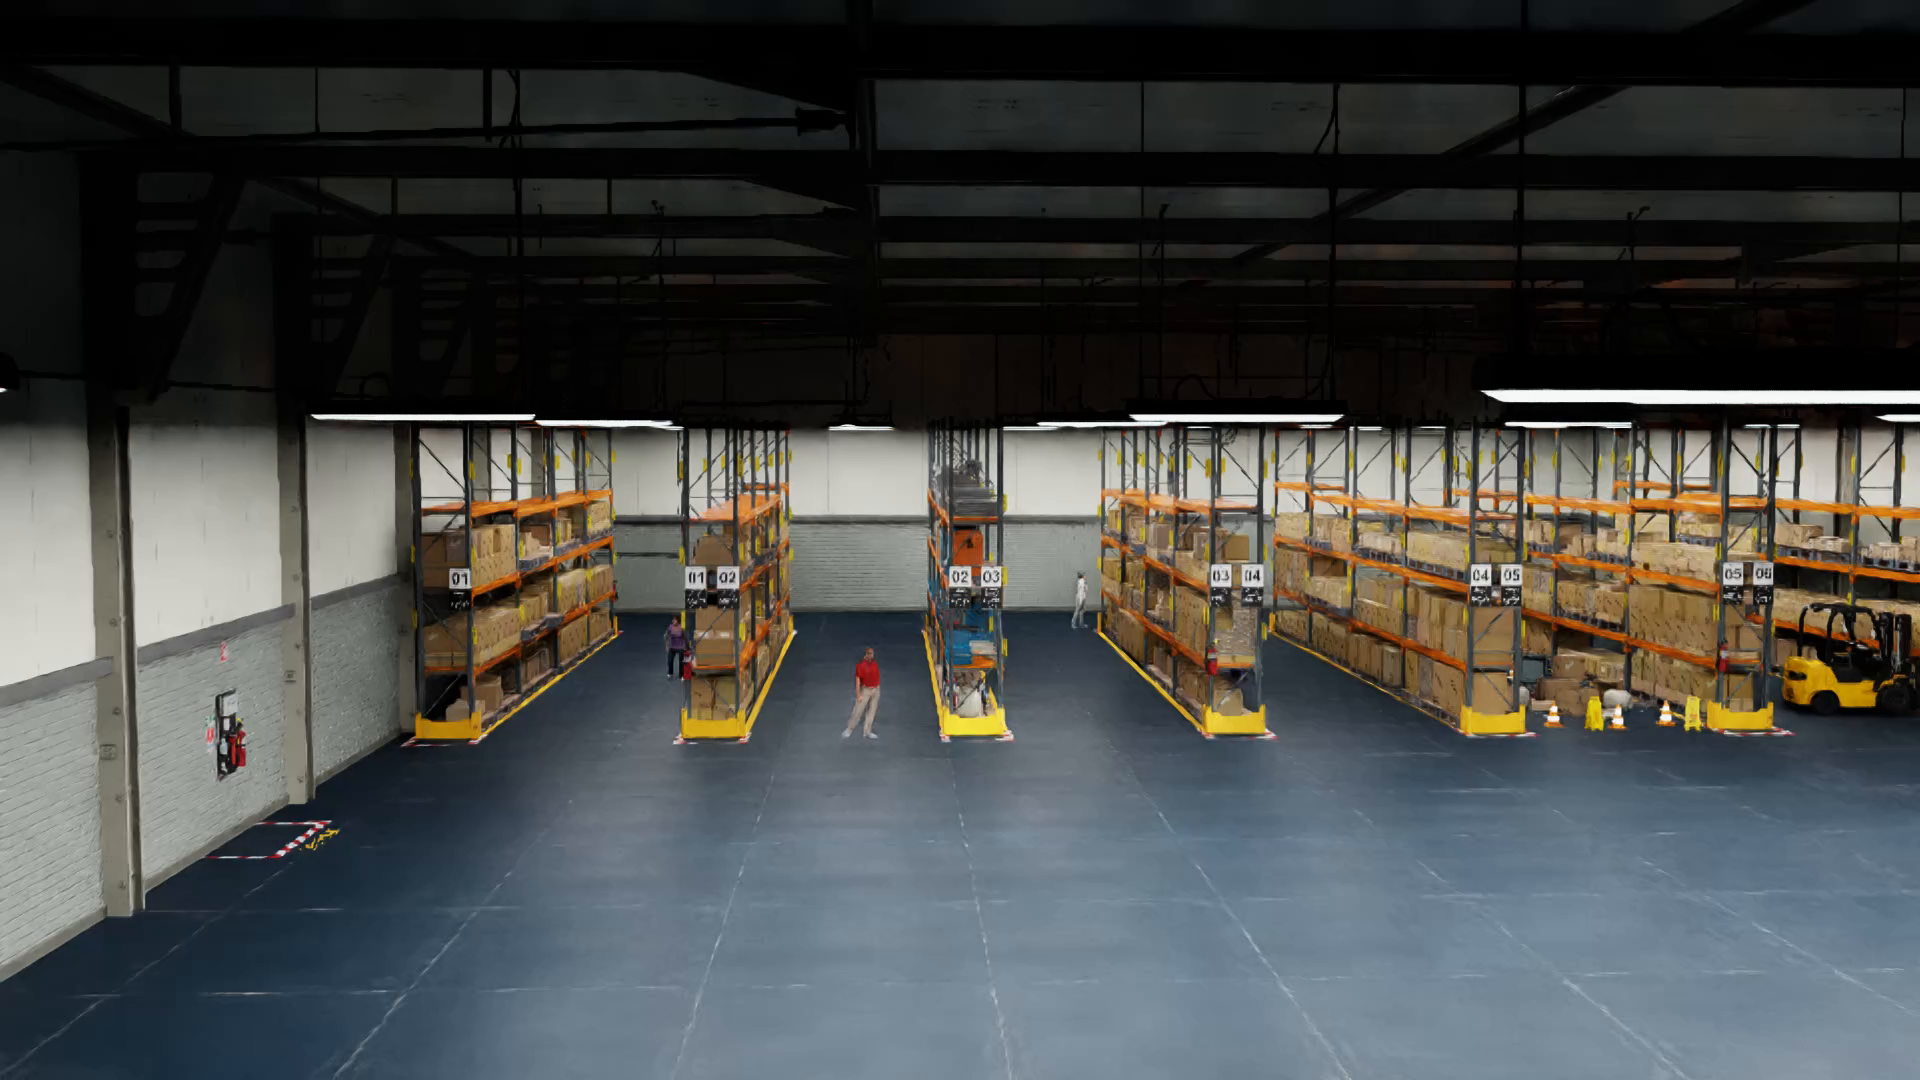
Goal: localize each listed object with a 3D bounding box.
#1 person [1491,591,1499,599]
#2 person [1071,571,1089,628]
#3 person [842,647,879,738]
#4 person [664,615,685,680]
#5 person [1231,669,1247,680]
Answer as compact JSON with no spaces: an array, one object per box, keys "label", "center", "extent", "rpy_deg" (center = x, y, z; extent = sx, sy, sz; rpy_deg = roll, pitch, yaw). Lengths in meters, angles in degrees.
[{"label":"person","center":[13.188,2.141,41.165],"extent":[0.591,1.763,0.685],"rpy_deg":[1,4,19]},{"label":"person","center":[3.500,1.737,48.553],"extent":[0.512,1.666,0.561],"rpy_deg":[0,4,4]},{"label":"person","center":[-1.836,2.843,31.000],"extent":[0.729,1.718,0.547],"rpy_deg":[-4,5,-44]},{"label":"person","center":[-6.509,2.469,38.172],"extent":[0.566,1.541,0.519],"rpy_deg":[0,4,-4]},{"label":"person","center":[6.495,2.409,38.627],"extent":[0.358,1.717,0.559],"rpy_deg":[-2,4,-31]}]
